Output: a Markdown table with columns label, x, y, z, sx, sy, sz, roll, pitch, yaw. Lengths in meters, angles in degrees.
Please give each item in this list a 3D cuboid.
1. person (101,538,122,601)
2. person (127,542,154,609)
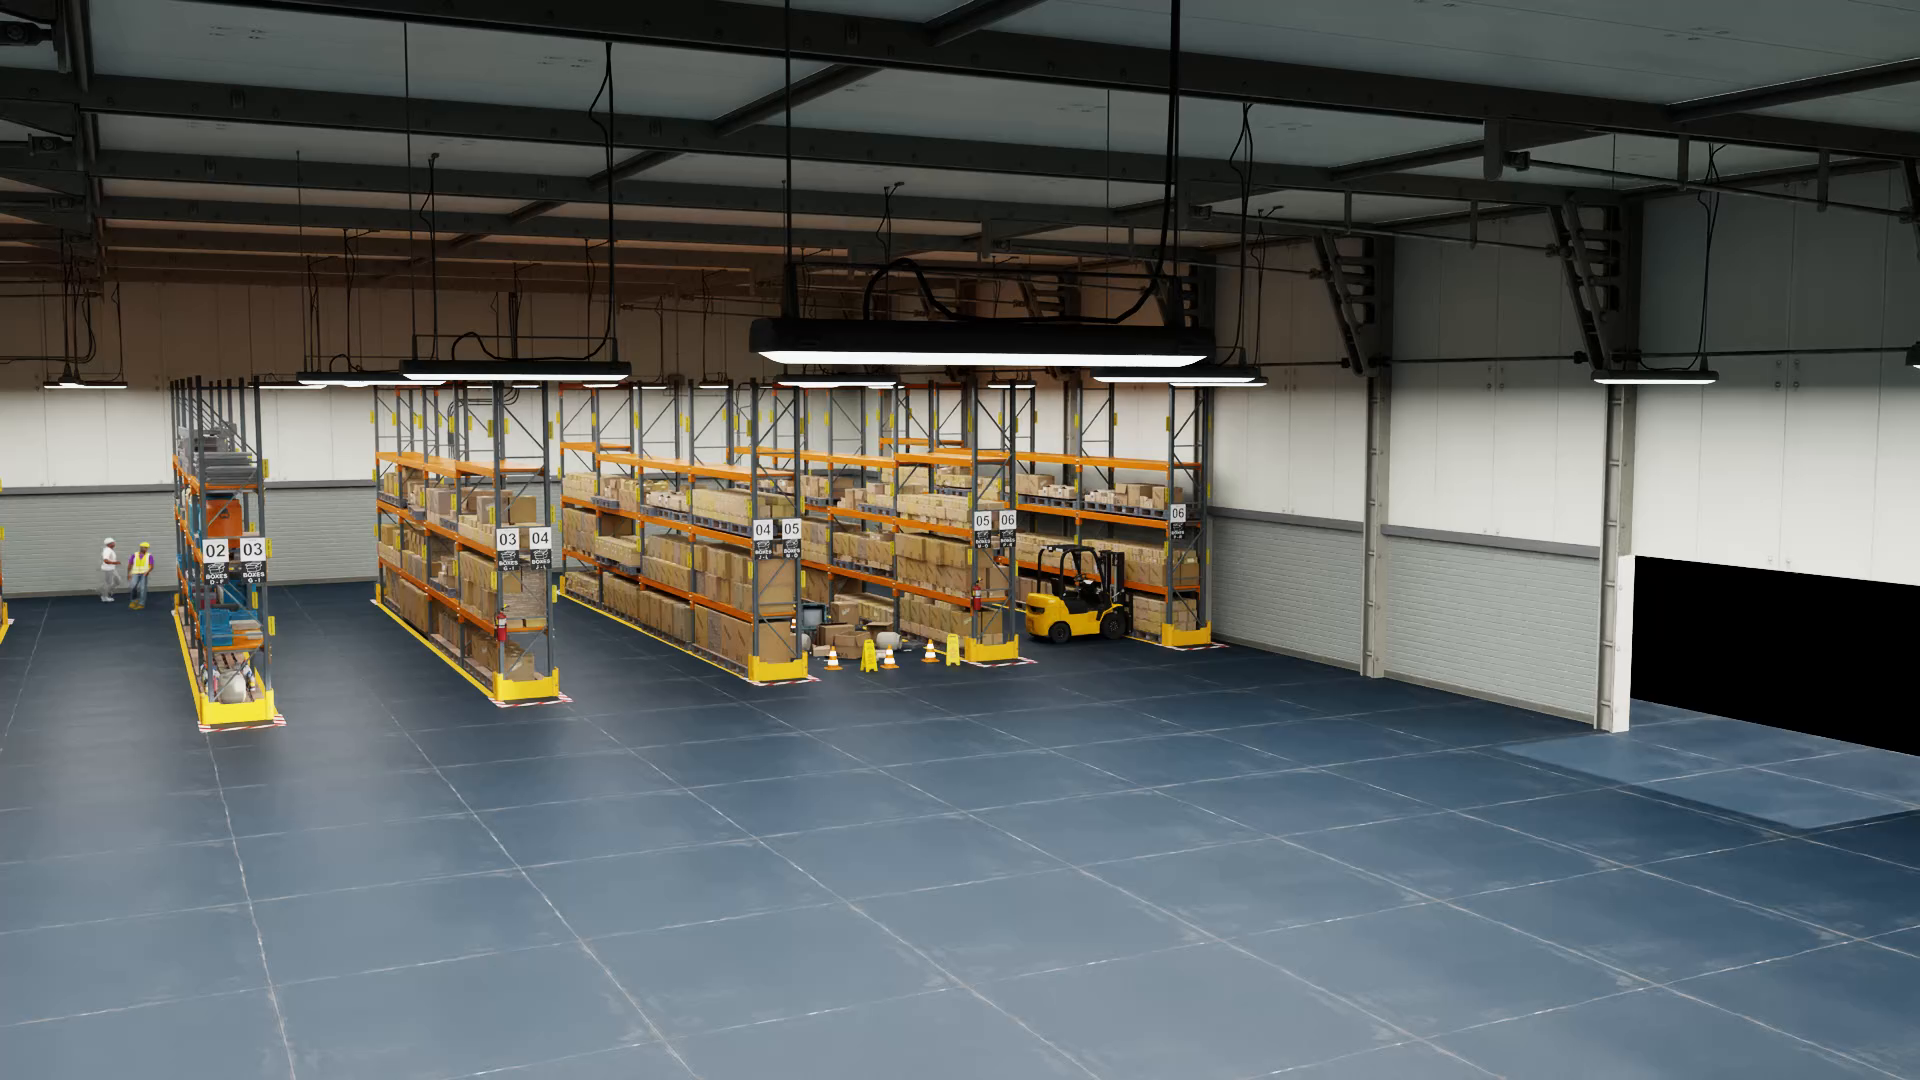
| label | x | y | z | sx | sy | sz | roll | pitch | yaw |
| --- | --- | --- | --- | --- | --- | --- | --- | --- | --- |
| person | -23.232 | 0.801 | 45.515 | 0.605 | 1.726 | 0.674 | -2 | 5 | -18 |
| person | -21.696 | 0.944 | 43.984 | 0.648 | 1.737 | 0.587 | -2 | 5 | -17 |
